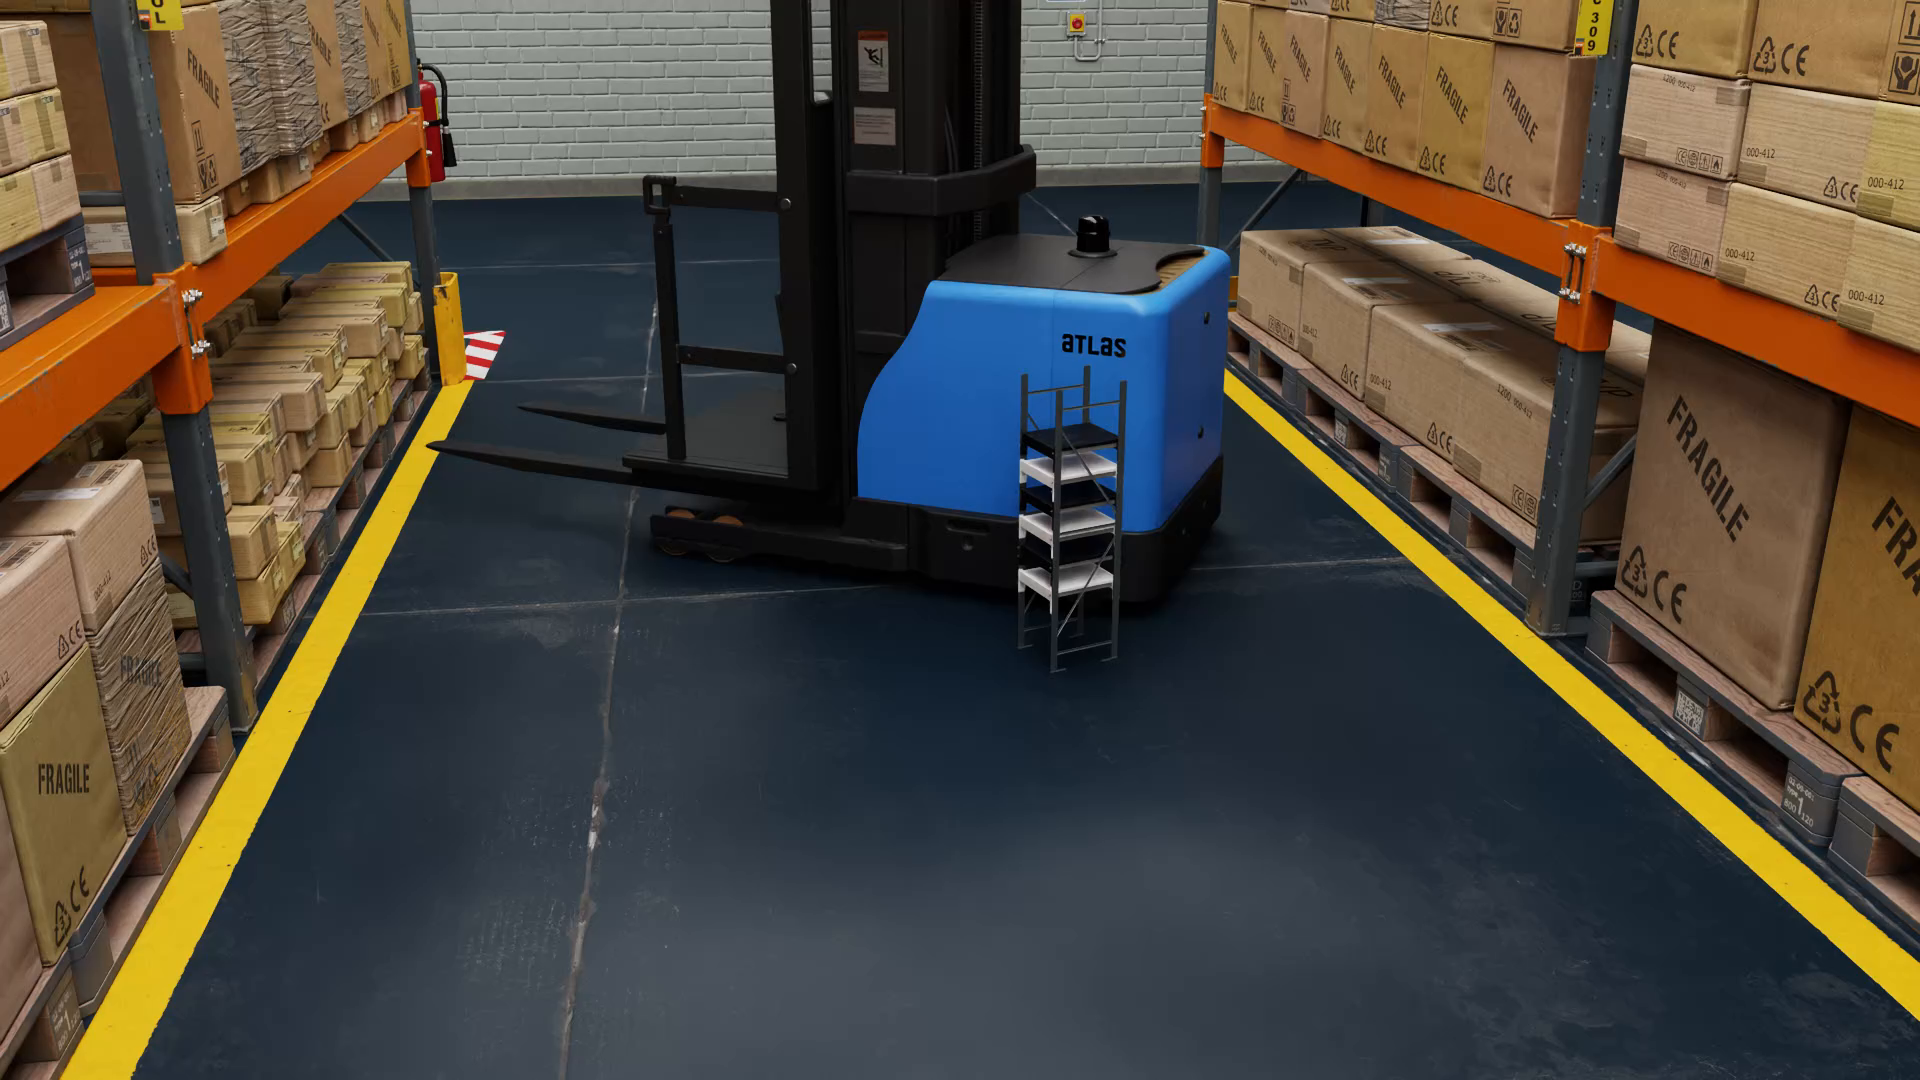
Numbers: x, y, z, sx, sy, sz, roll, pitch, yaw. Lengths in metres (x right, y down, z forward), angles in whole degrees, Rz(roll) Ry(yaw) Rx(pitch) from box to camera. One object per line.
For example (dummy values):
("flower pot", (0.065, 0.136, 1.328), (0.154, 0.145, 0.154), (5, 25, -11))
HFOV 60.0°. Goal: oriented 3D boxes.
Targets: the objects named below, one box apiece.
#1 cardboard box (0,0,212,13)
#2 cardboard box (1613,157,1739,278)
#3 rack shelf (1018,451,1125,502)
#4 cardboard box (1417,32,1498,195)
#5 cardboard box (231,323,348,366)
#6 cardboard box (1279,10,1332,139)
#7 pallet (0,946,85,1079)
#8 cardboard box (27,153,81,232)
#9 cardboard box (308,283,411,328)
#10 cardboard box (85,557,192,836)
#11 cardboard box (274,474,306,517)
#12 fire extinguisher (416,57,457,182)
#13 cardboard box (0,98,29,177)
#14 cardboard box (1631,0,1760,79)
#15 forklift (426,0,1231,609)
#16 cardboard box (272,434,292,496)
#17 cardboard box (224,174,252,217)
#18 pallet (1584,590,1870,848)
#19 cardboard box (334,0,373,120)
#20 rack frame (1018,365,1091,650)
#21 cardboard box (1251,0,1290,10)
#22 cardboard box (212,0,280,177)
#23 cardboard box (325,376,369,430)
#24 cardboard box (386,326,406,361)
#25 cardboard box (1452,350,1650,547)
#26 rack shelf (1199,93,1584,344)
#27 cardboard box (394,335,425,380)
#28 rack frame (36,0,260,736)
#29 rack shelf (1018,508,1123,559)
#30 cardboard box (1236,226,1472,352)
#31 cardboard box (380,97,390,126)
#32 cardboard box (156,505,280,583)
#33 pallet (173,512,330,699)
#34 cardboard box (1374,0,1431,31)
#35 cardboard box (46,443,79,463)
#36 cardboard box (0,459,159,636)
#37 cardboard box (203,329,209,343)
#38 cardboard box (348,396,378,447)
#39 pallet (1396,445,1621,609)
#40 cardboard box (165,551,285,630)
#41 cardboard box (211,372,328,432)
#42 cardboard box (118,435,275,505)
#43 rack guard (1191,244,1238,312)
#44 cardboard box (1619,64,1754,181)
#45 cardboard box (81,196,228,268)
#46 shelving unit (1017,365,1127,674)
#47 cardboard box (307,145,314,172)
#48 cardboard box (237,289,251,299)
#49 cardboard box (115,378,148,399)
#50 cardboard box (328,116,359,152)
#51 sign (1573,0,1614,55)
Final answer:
("cardboard box", (-2.351, -1.669, 4.401), (0.500, 0.500, 0.500), (-2, 21, -6))
("cardboard box", (2.159, -0.895, 4.539), (0.500, 0.250, 0.500), (-3, 21, -9))
("rack shelf", (0.338, -0.199, 5.045), (0.258, 0.077, 0.200), (-10, 23, -26))
("cardboard box", (1.957, -1.503, 5.811), (0.500, 0.500, 0.500), (-3, 21, -9))
("cardboard box", (-2.637, -0.747, 6.554), (0.380, 0.149, 0.250), (-4, 21, -10))
("cardboard box", (1.721, -2.031, 7.224), (0.500, 0.500, 0.500), (-3, 21, -8))
("pallet", (-2.234, 1.153, 2.828), (1.003, 0.211, 1.213), (-3, 21, -8))
("cardboard box", (-2.274, -0.798, 3.824), (0.380, 0.149, 0.250), (-3, 21, -9))
("cardboard box", (-2.634, -1.027, 7.304), (0.380, 0.149, 0.250), (-3, 21, -9))
("cardboard box", (-2.171, 0.372, 3.906), (0.500, 0.500, 0.500), (-3, 21, -9))
("cardboard box", (-2.473, -0.111, 5.699), (0.380, 0.149, 0.250), (-3, 21, -9))
("fire extinguisher", (-2.683, -2.131, 8.277), (0.296, 0.674, 0.183), (-3, 21, -8))
("cardboard box", (-2.235, -0.846, 3.527), (0.380, 0.149, 0.250), (-3, 21, -7))
("cardboard box", (2.136, -1.479, 4.318), (0.500, 0.500, 0.500), (-3, 21, -7))
("forklift", (-0.587, -1.454, 5.919), (3.031, 2.935, 1.130), (8, 22, 20))
("cardboard box", (-2.495, -0.248, 5.641), (0.380, 0.149, 0.250), (-4, 21, -11))
("cardboard box", (-2.479, -1.113, 5.267), (0.380, 0.149, 0.250), (-4, 21, -10))
("pallet", (2.543, 0.439, 4.740), (1.003, 0.211, 1.213), (-3, 21, -8))
("cardboard box", (-2.632, -1.921, 6.504), (0.500, 0.500, 0.500), (-3, 21, -8))
("rack frame", (0.291, -0.094, 5.181), (0.240, 0.900, 0.006), (-10, 23, -26))
("cardboard box", (1.649, -2.672, 7.511), (0.500, 0.500, 0.500), (-3, 21, -9))
("cardboard box", (-2.427, -1.388, 5.076), (0.500, 0.500, 0.500), (-3, 21, -8))
("cardboard box", (-2.495, -0.521, 6.374), (0.380, 0.149, 0.250), (-3, 21, -7))
("cardboard box", (-2.668, -0.883, 7.344), (0.380, 0.149, 0.250), (-4, 21, -10))
("cardboard box", (2.372, -0.350, 5.928), (0.875, 0.438, 0.875), (-3, 21, -9))
("rack shelf", (2.069, -1.486, 6.937), (1.077, 0.370, 4.000), (-3, 21, -8))
("cardboard box", (-2.684, -0.837, 7.643), (0.380, 0.149, 0.250), (-2, 21, -6))
("rack frame", (-2.527, -0.846, 4.195), (1.000, 3.000, 0.127), (-3, 21, -8))
("rack shelf", (0.338, -0.031, 5.108), (0.258, 0.077, 0.200), (-10, 23, -26))
("cardboard box", (1.974, -1.289, 8.441), (0.875, 0.438, 0.875), (-4, 21, -10))
("cardboard box", (-2.778, -1.927, 7.447), (0.380, 0.149, 0.250), (-3, 21, -8))
("cardboard box", (-2.263, 0.012, 4.947), (0.380, 0.149, 0.250), (-2, 21, -5))
("pallet", (-2.659, 0.229, 5.300), (1.003, 0.211, 1.213), (-3, 21, -8))
("cardboard box", (1.868, -2.147, 6.106), (0.500, 0.500, 0.500), (-3, 21, -7))
("cardboard box", (-2.912, -0.183, 5.042), (0.380, 0.149, 0.250), (-3, 21, -7))
("cardboard box", (-2.169, 0.022, 3.771), (0.500, 0.250, 0.500), (-3, 21, -9))
("cardboard box", (-3.155, -0.718, 6.475), (0.380, 0.149, 0.250), (-3, 21, -7))
("cardboard box", (-2.564, -0.475, 6.676), (0.380, 0.149, 0.250), (-3, 21, -7))
("pallet", (2.325, -0.092, 6.160), (1.003, 0.211, 1.213), (-3, 21, -8))
("cardboard box", (-2.262, 0.150, 5.001), (0.380, 0.149, 0.250), (-4, 21, -10))
("cardboard box", (-2.454, -0.481, 5.840), (0.380, 0.149, 0.250), (-2, 21, -7))
("cardboard box", (-2.353, -0.214, 5.126), (0.380, 0.149, 0.250), (-2, 21, -5))
("rack guard", (1.777, -1.353, 9.124), (1.175, 0.500, 0.348), (-3, 21, -8))
("cardboard box", (2.141, -1.128, 4.450), (0.500, 0.250, 0.500), (-4, 21, -9))
("cardboard box", (-2.244, -0.843, 4.545), (0.380, 0.149, 0.250), (-2, 21, -6))
("shelving unit", (0.338, -0.062, 5.096), (0.258, 0.900, 0.210), (-10, 23, -26))
("cardboard box", (-2.566, -1.387, 6.002), (0.380, 0.149, 0.250), (-2, 21, -6))
("cardboard box", (-3.296, -0.989, 7.202), (0.380, 0.149, 0.250), (-3, 21, -8))
("cardboard box", (-3.046, -0.451, 5.761), (0.380, 0.149, 0.250), (-4, 21, -10))
("cardboard box", (-2.658, -1.661, 6.735), (0.380, 0.149, 0.250), (-4, 21, -10))
("sign", (1.808, -1.545, 4.715), (0.100, 0.325, 0.005), (-3, 21, -8))
